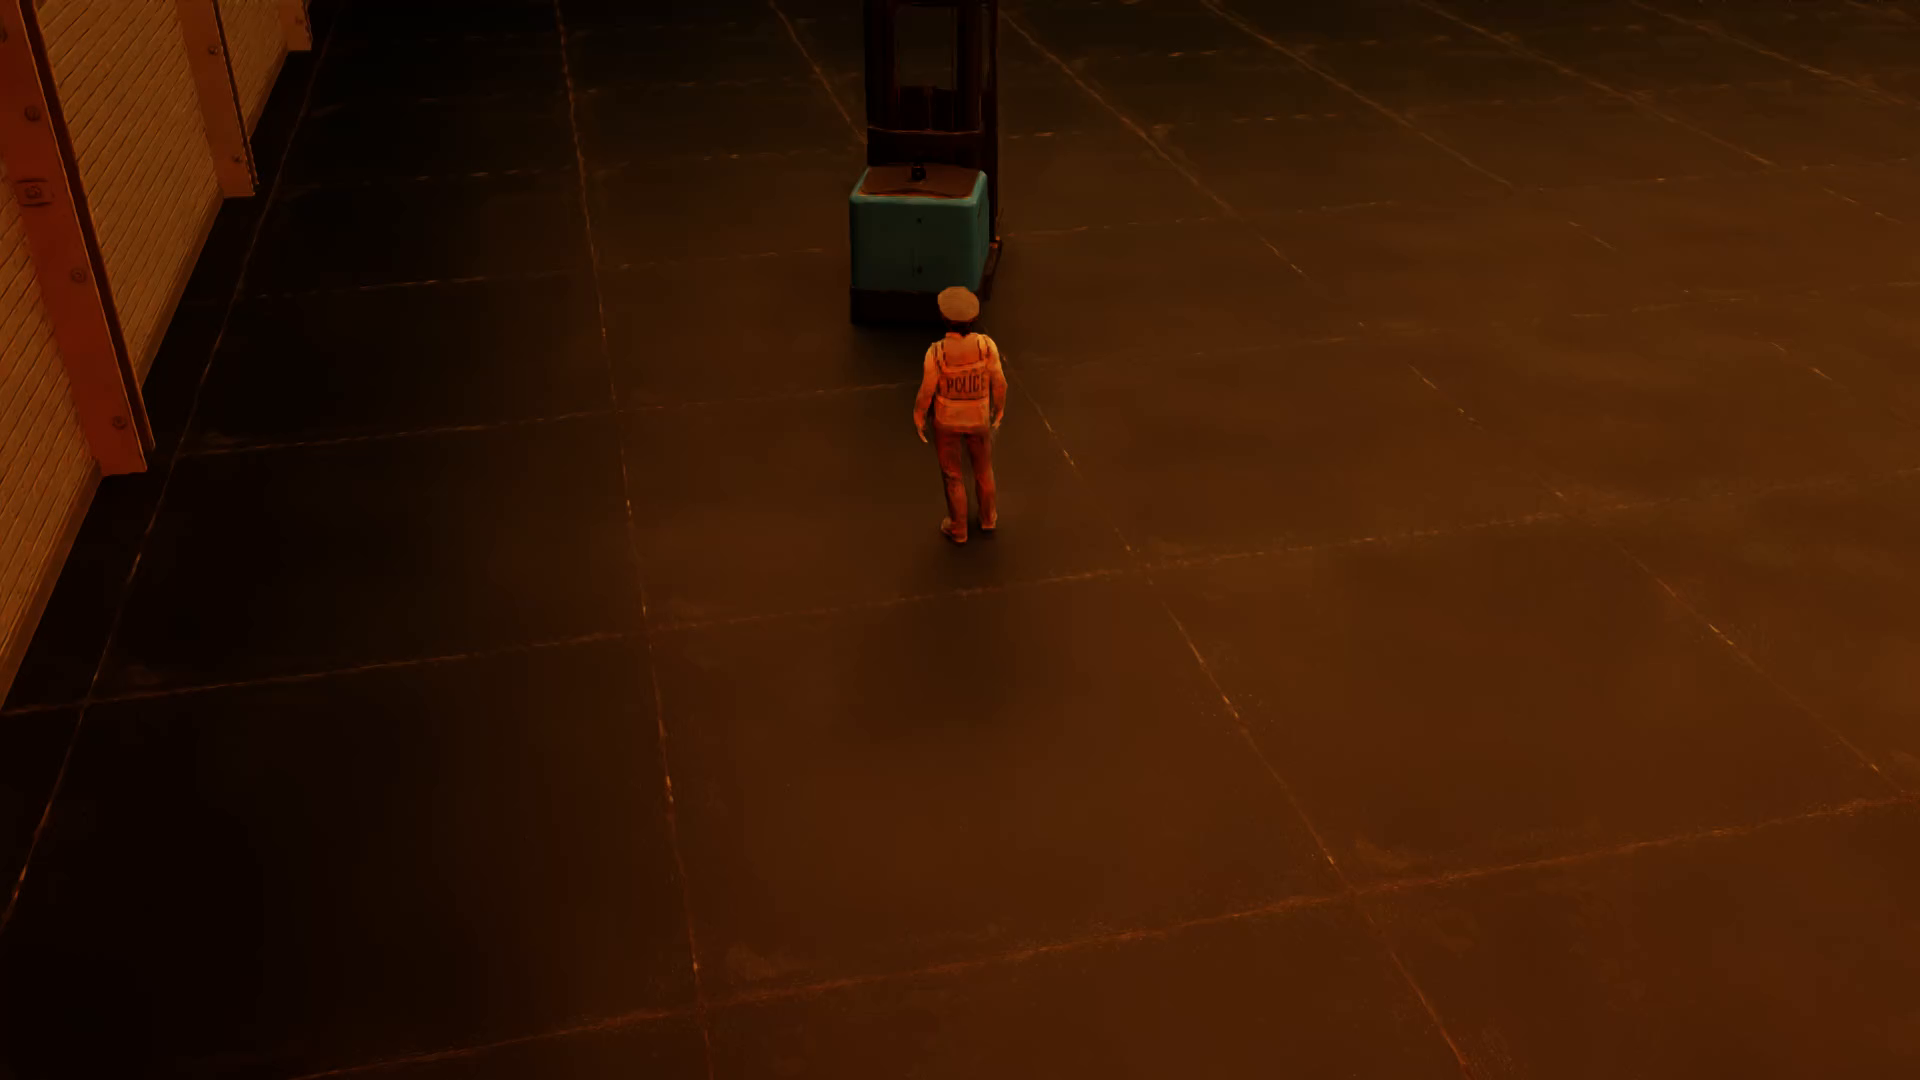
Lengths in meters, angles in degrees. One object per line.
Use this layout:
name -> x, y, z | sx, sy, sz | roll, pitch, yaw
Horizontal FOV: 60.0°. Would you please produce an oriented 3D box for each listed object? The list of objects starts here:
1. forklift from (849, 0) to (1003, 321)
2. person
forklift -> -0.208, -3.741, 14.037 | 1.130, 2.935, 3.031 | 3, 30, 6
person -> -0.009, -0.773, 10.130 | 0.586, 1.695, 0.532 | -7, 31, -12
